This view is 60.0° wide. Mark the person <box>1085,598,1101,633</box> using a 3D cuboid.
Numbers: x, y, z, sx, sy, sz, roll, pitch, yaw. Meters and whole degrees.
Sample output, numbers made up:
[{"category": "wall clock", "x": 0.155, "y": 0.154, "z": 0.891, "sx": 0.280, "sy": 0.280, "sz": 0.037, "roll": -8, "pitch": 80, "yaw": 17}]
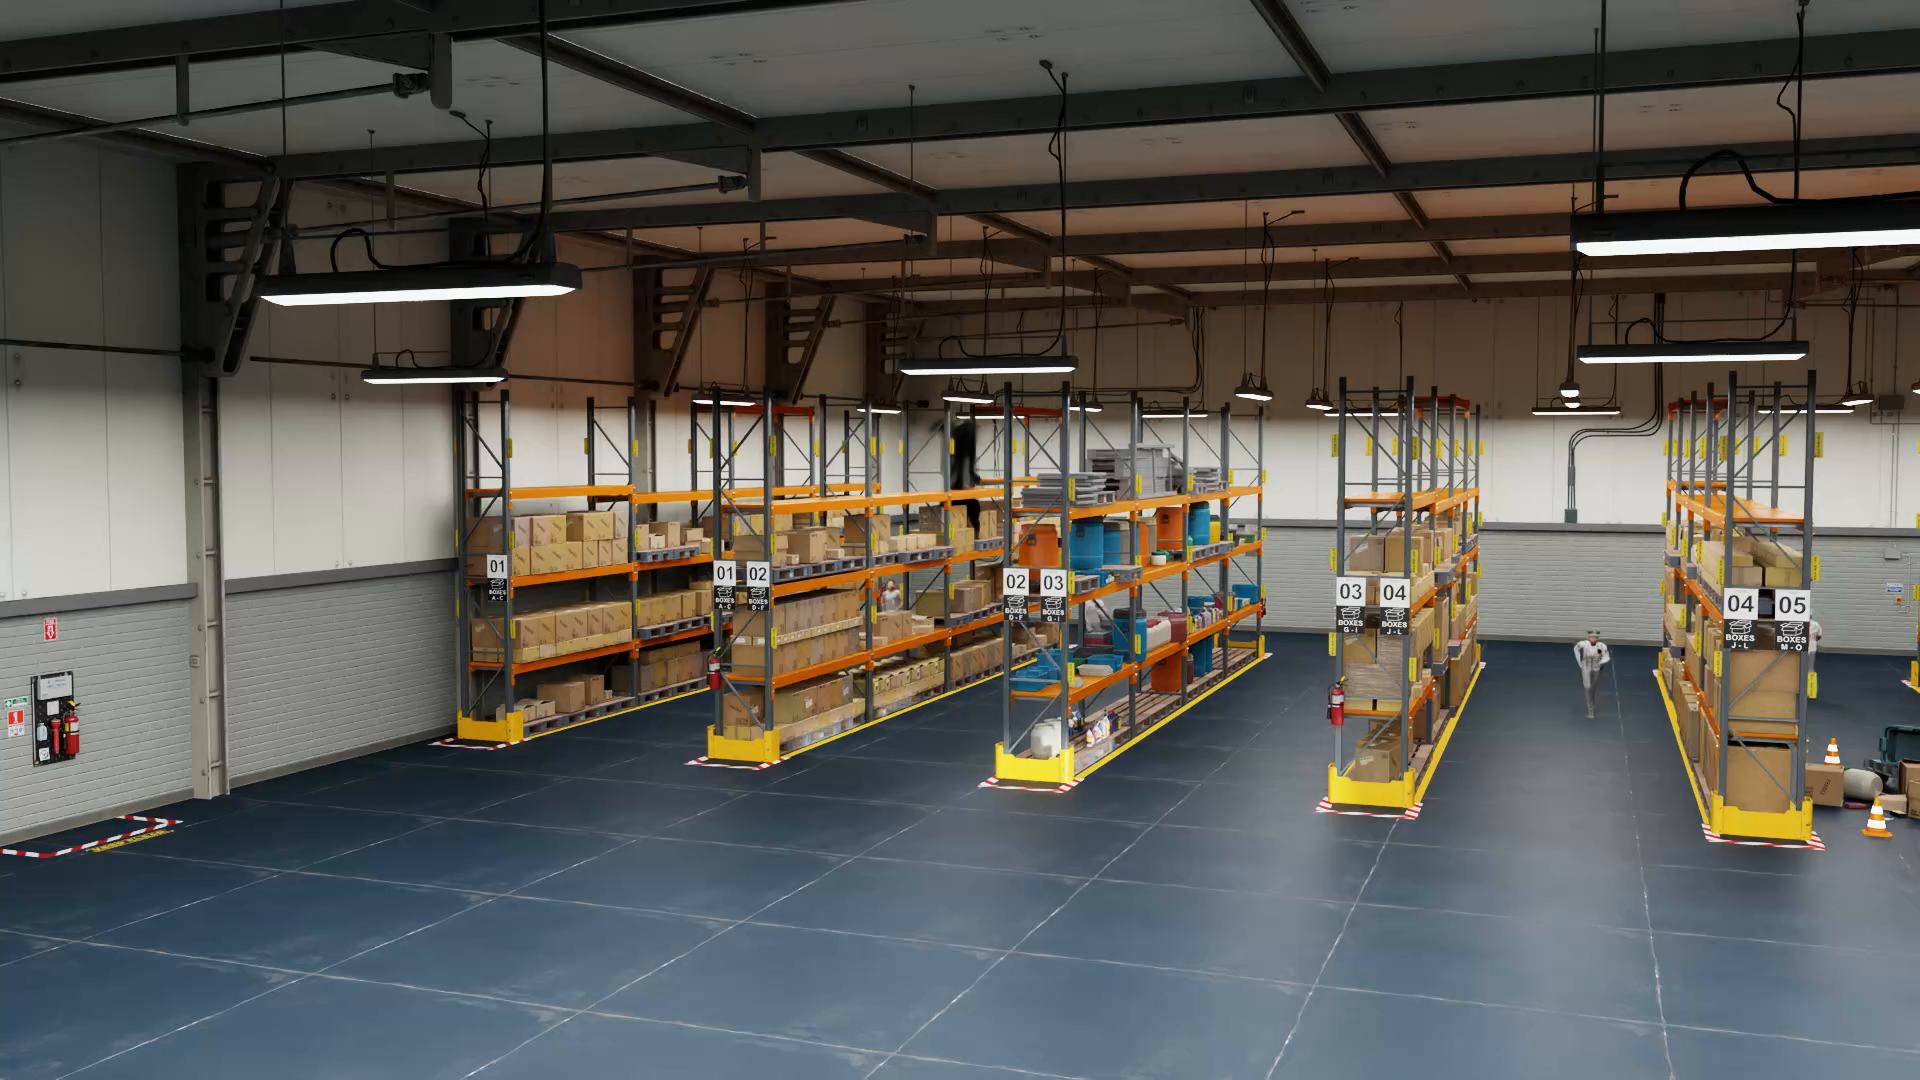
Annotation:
[{"category": "person", "x": 2.918, "y": 1.889, "z": 36.892, "sx": 0.434, "sy": 1.719, "sz": 0.859, "roll": 1, "pitch": 3, "yaw": 12}]

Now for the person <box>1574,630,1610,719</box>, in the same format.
[{"category": "person", "x": 11.853, "y": 2.489, "z": 31.216, "sx": 0.634, "sy": 1.688, "sz": 0.922, "roll": 1, "pitch": 3, "yaw": 18}]

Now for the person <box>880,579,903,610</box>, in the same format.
[{"category": "person", "x": -1.626, "y": 1.755, "z": 39.206, "sx": 0.558, "sy": 1.640, "sz": 0.539, "roll": 1, "pitch": 3, "yaw": 10}]

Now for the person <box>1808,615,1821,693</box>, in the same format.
[{"category": "person", "x": 17.175, "y": 2.302, "z": 33.809, "sx": 0.667, "sy": 1.774, "sz": 0.732, "roll": 0, "pitch": 3, "yaw": -6}]
